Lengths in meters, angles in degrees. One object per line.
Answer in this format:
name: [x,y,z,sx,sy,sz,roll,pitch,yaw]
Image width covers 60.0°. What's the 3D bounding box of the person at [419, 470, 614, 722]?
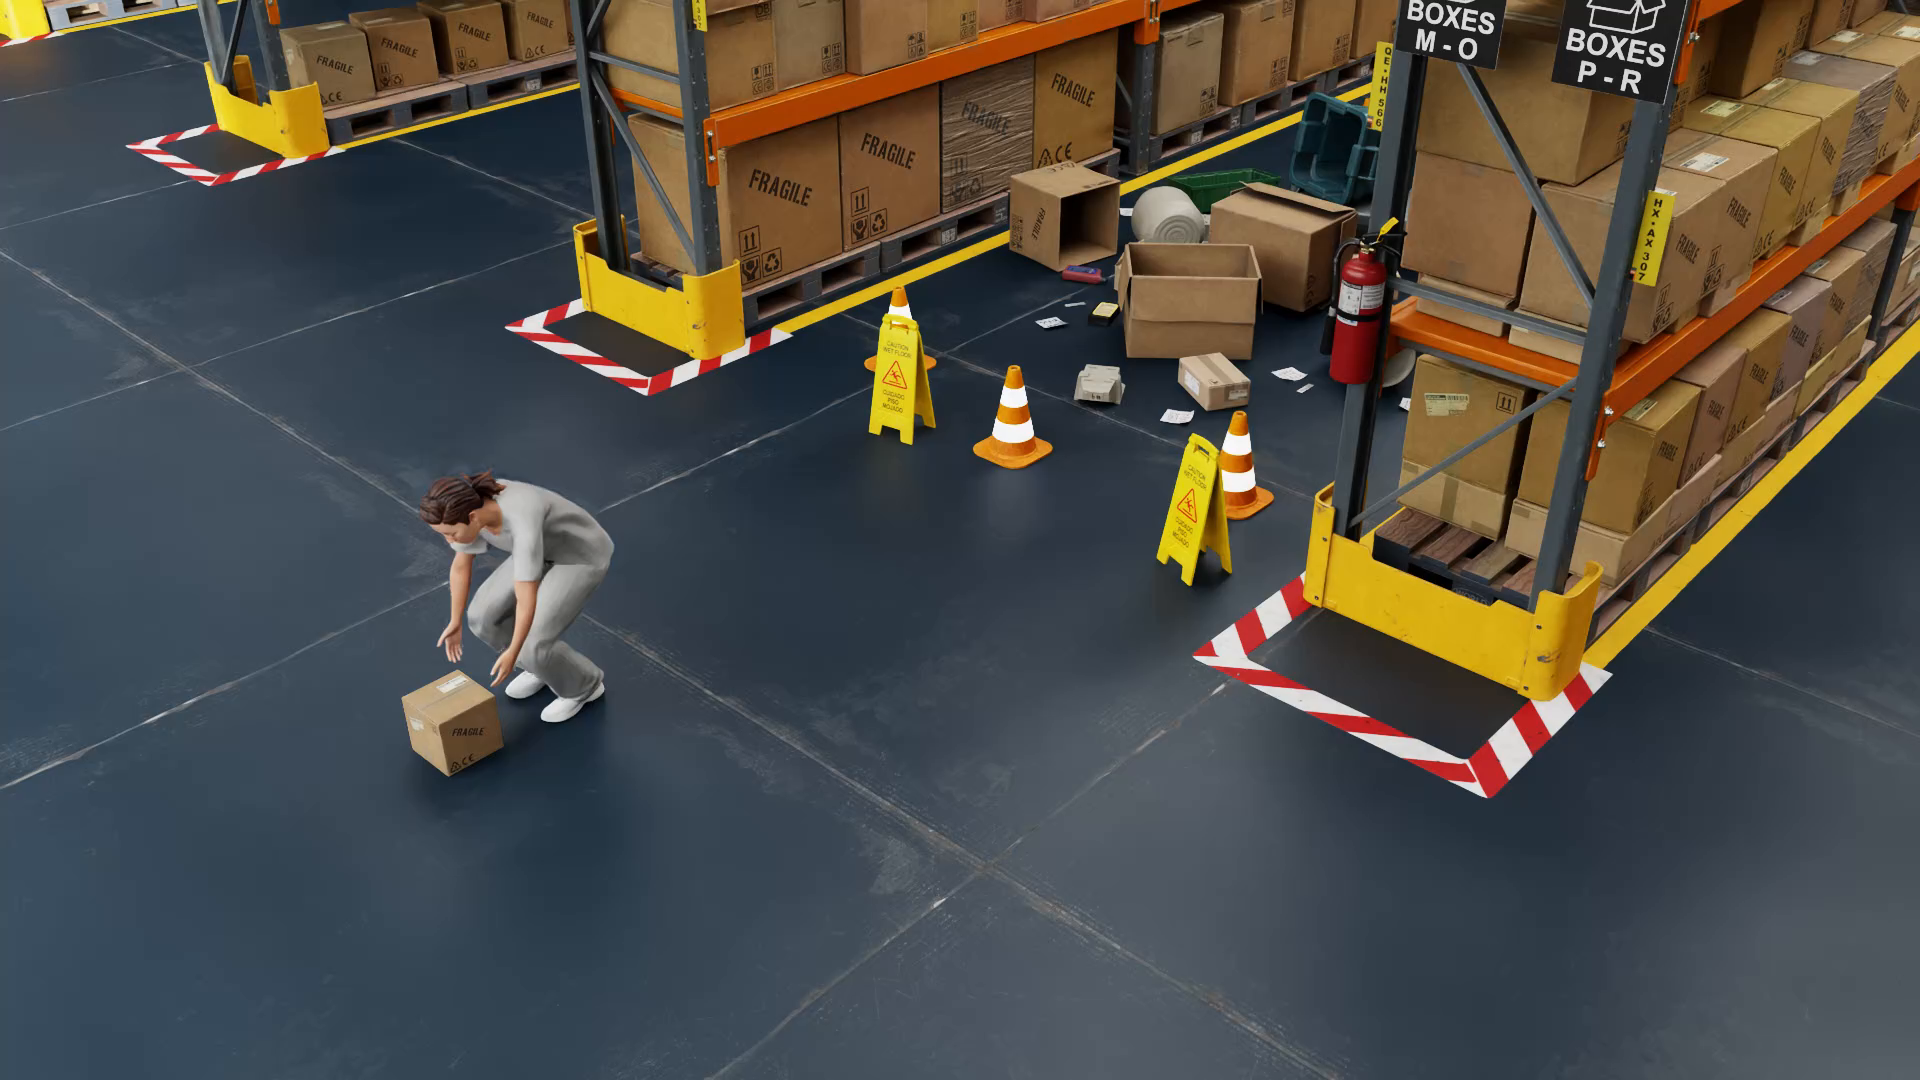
person: [-1.652,0.174,6.349,0.494,1.159,0.741,25,40,35]
